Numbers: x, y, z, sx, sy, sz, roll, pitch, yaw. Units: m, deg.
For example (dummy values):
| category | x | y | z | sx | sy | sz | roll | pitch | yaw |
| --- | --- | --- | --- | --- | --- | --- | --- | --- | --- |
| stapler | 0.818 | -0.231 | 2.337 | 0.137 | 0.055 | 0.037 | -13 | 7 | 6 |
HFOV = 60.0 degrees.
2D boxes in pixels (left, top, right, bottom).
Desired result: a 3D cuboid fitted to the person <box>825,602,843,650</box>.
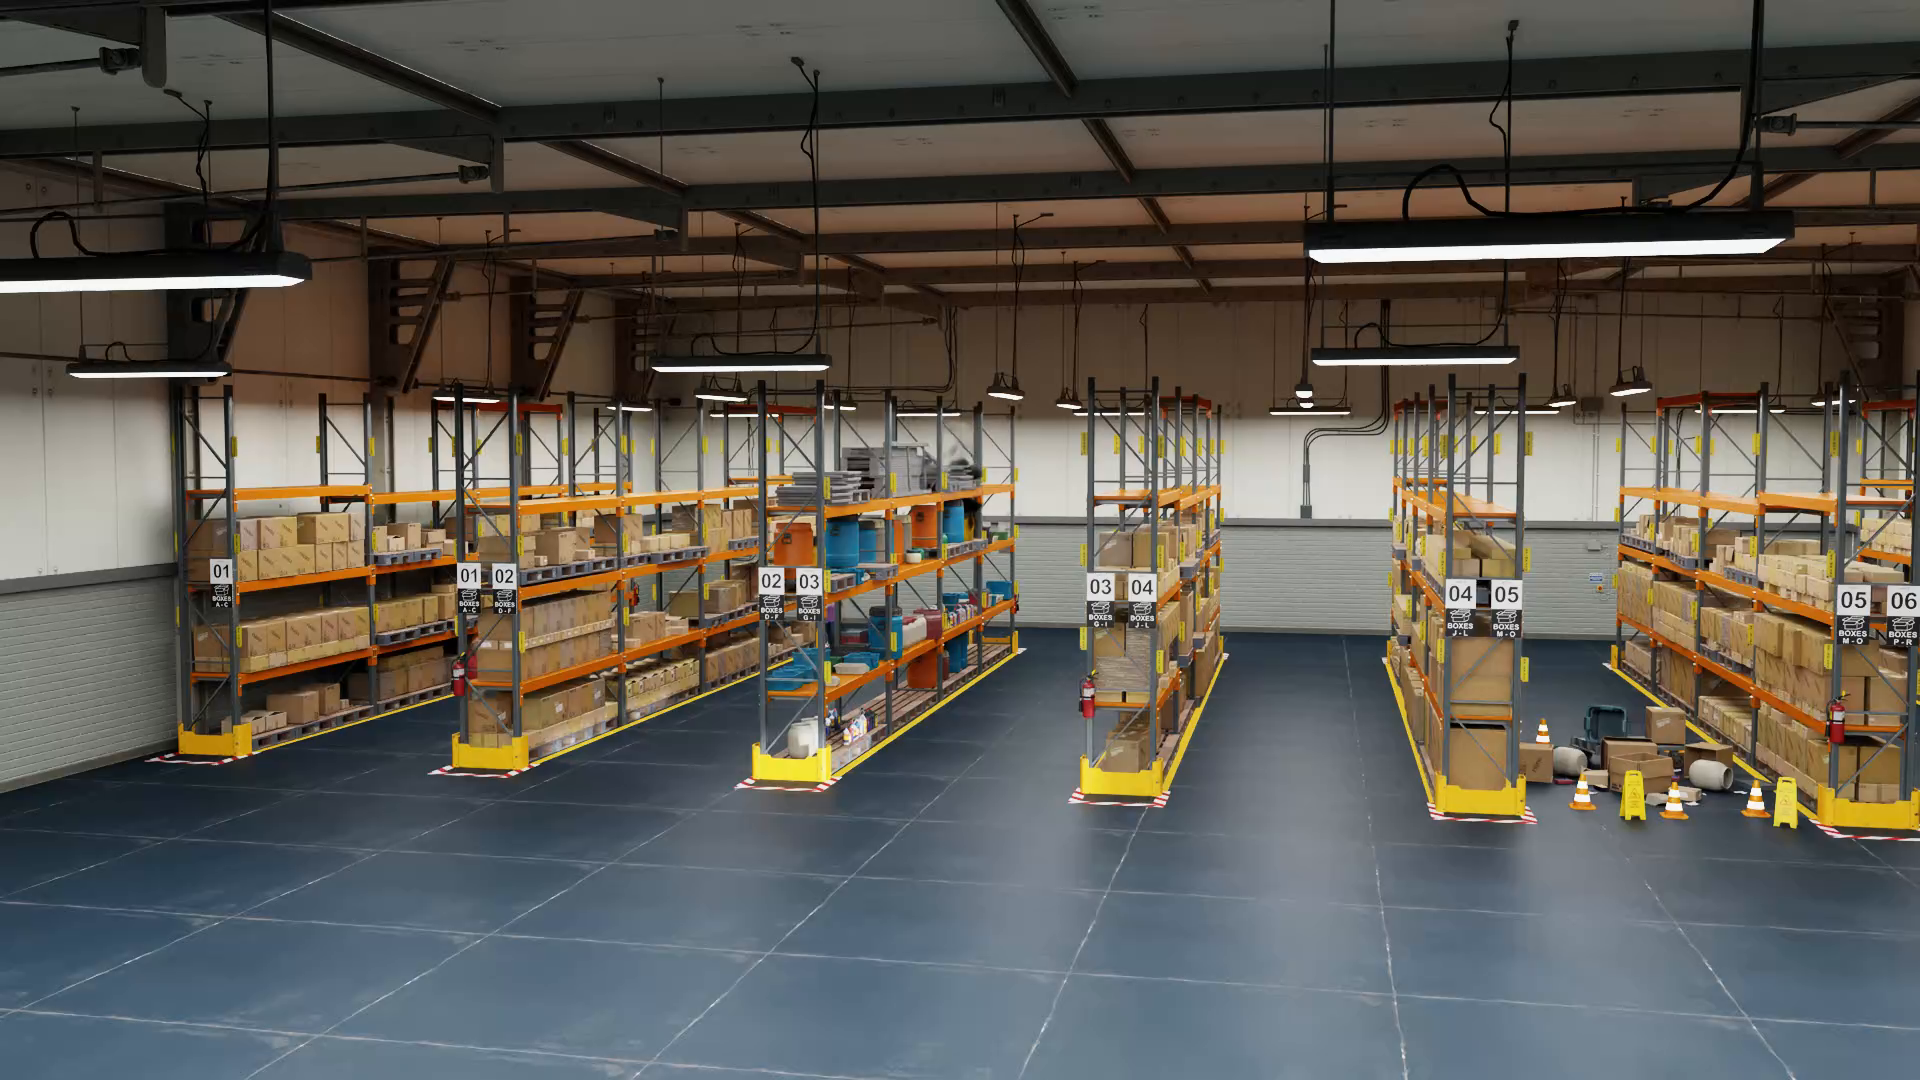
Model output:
| category | x | y | z | sx | sy | sz | roll | pitch | yaw |
| --- | --- | --- | --- | --- | --- | --- | --- | --- | --- |
| person | -2.903 | 1.868 | 37.085 | 0.516 | 1.679 | 0.722 | 0 | 3 | 9 |

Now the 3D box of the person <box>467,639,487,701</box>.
| category | x | y | z | sx | sy | sz | roll | pitch | yaw |
| --- | --- | --- | --- | --- | --- | --- | --- | --- | --- |
| person | -8.377 | 2.567 | 28.840 | 0.641 | 1.725 | 1.039 | 1 | 3 | 14 |
